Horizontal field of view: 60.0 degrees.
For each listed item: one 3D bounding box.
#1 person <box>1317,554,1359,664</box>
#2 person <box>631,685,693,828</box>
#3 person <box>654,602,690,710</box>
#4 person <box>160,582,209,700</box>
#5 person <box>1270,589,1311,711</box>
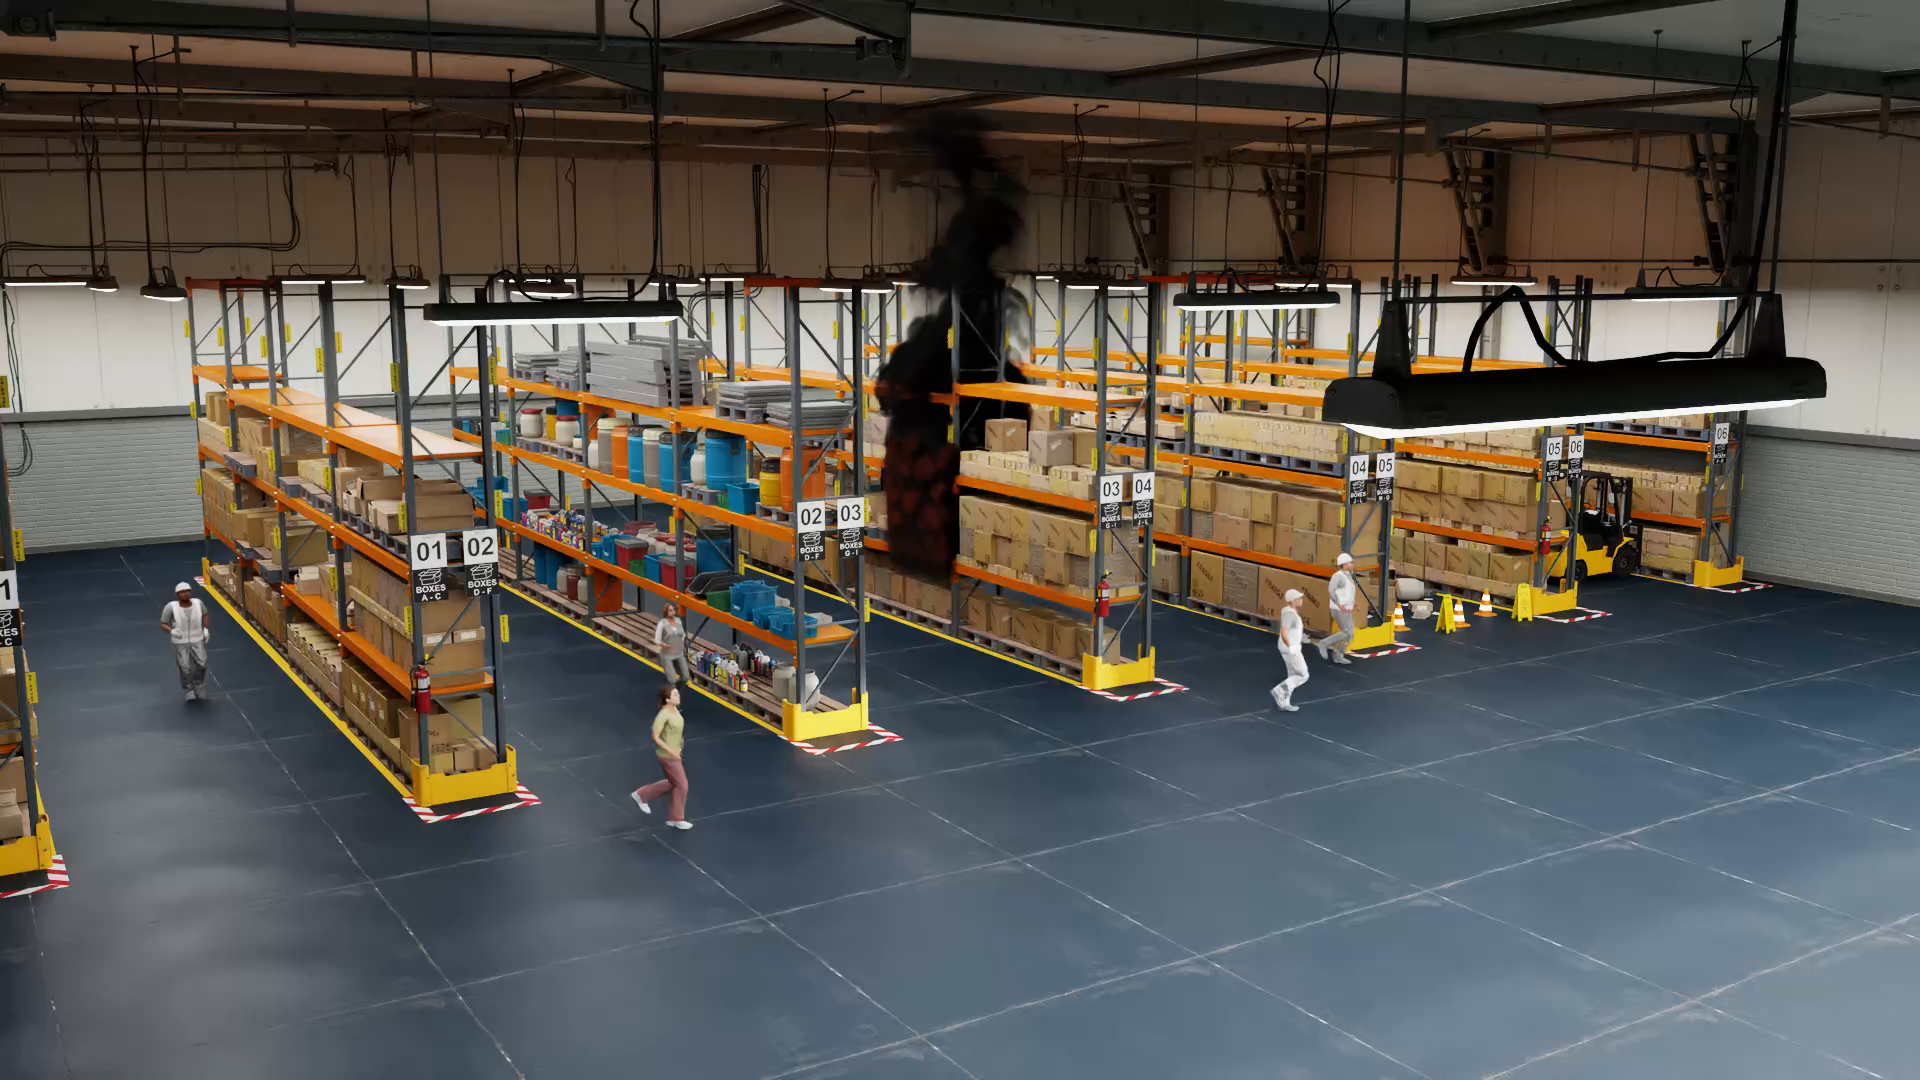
[{"bbox_3d":[6.048,1.074,26.468,0.563,1.724,0.698,5,11,26],"label":"person"},{"bbox_3d":[-3.365,2.426,18.693,0.698,1.664,0.582,1,10,3],"label":"person"},{"bbox_3d":[-4.028,1.656,23.447,0.526,1.556,0.536,-7,12,-37],"label":"person"},{"bbox_3d":[-11.103,1.472,23.924,0.679,1.744,0.607,-7,12,-34],"label":"person"},{"bbox_3d":[4.684,1.554,23.519,0.587,1.751,0.671,1,10,3],"label":"person"}]
